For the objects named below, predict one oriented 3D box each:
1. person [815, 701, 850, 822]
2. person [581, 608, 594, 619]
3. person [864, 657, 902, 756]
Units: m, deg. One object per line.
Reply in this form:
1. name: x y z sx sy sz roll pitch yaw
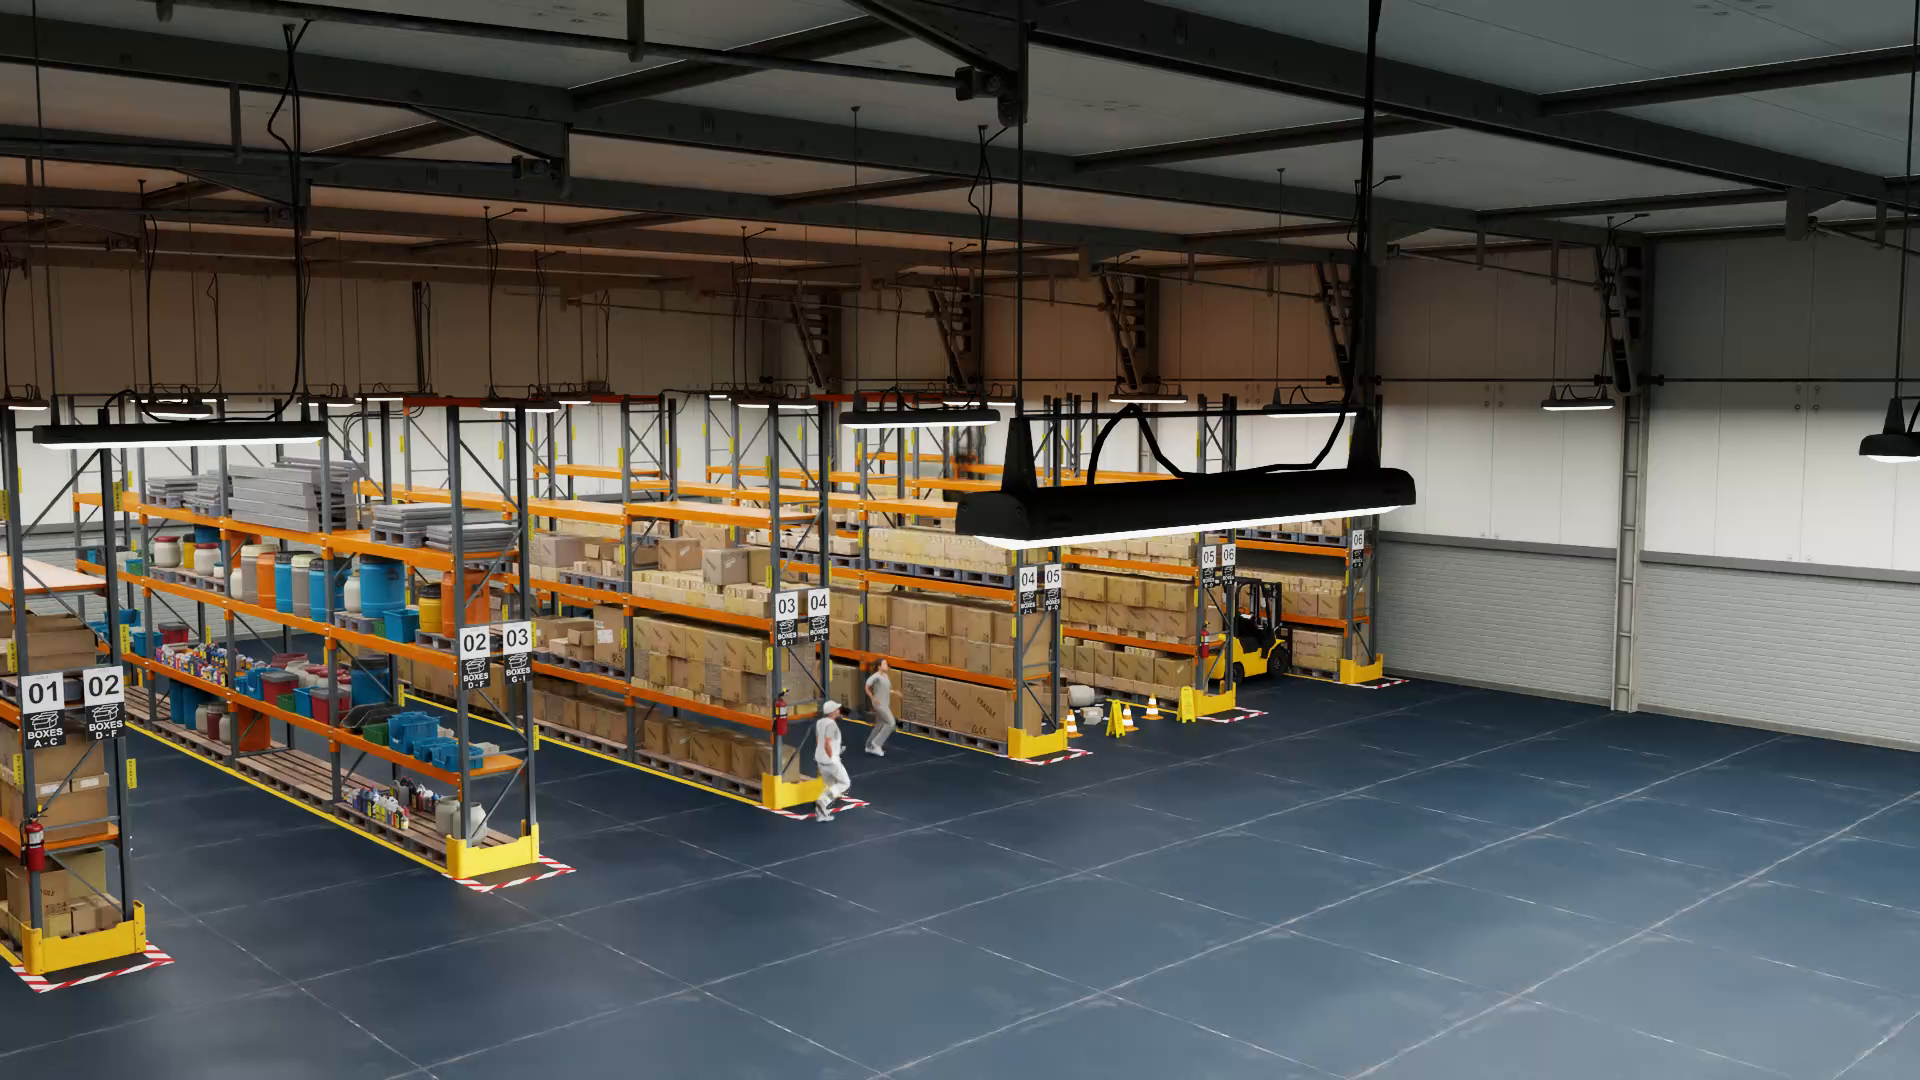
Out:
1. person: -1.837 3.161 23.863 0.587 1.731 0.642 -3 6 -29
2. person: -9.116 1.580 41.042 0.633 1.587 0.555 -1 6 -6
3. person: -1.308 2.800 27.995 0.658 1.657 0.540 2 6 19
